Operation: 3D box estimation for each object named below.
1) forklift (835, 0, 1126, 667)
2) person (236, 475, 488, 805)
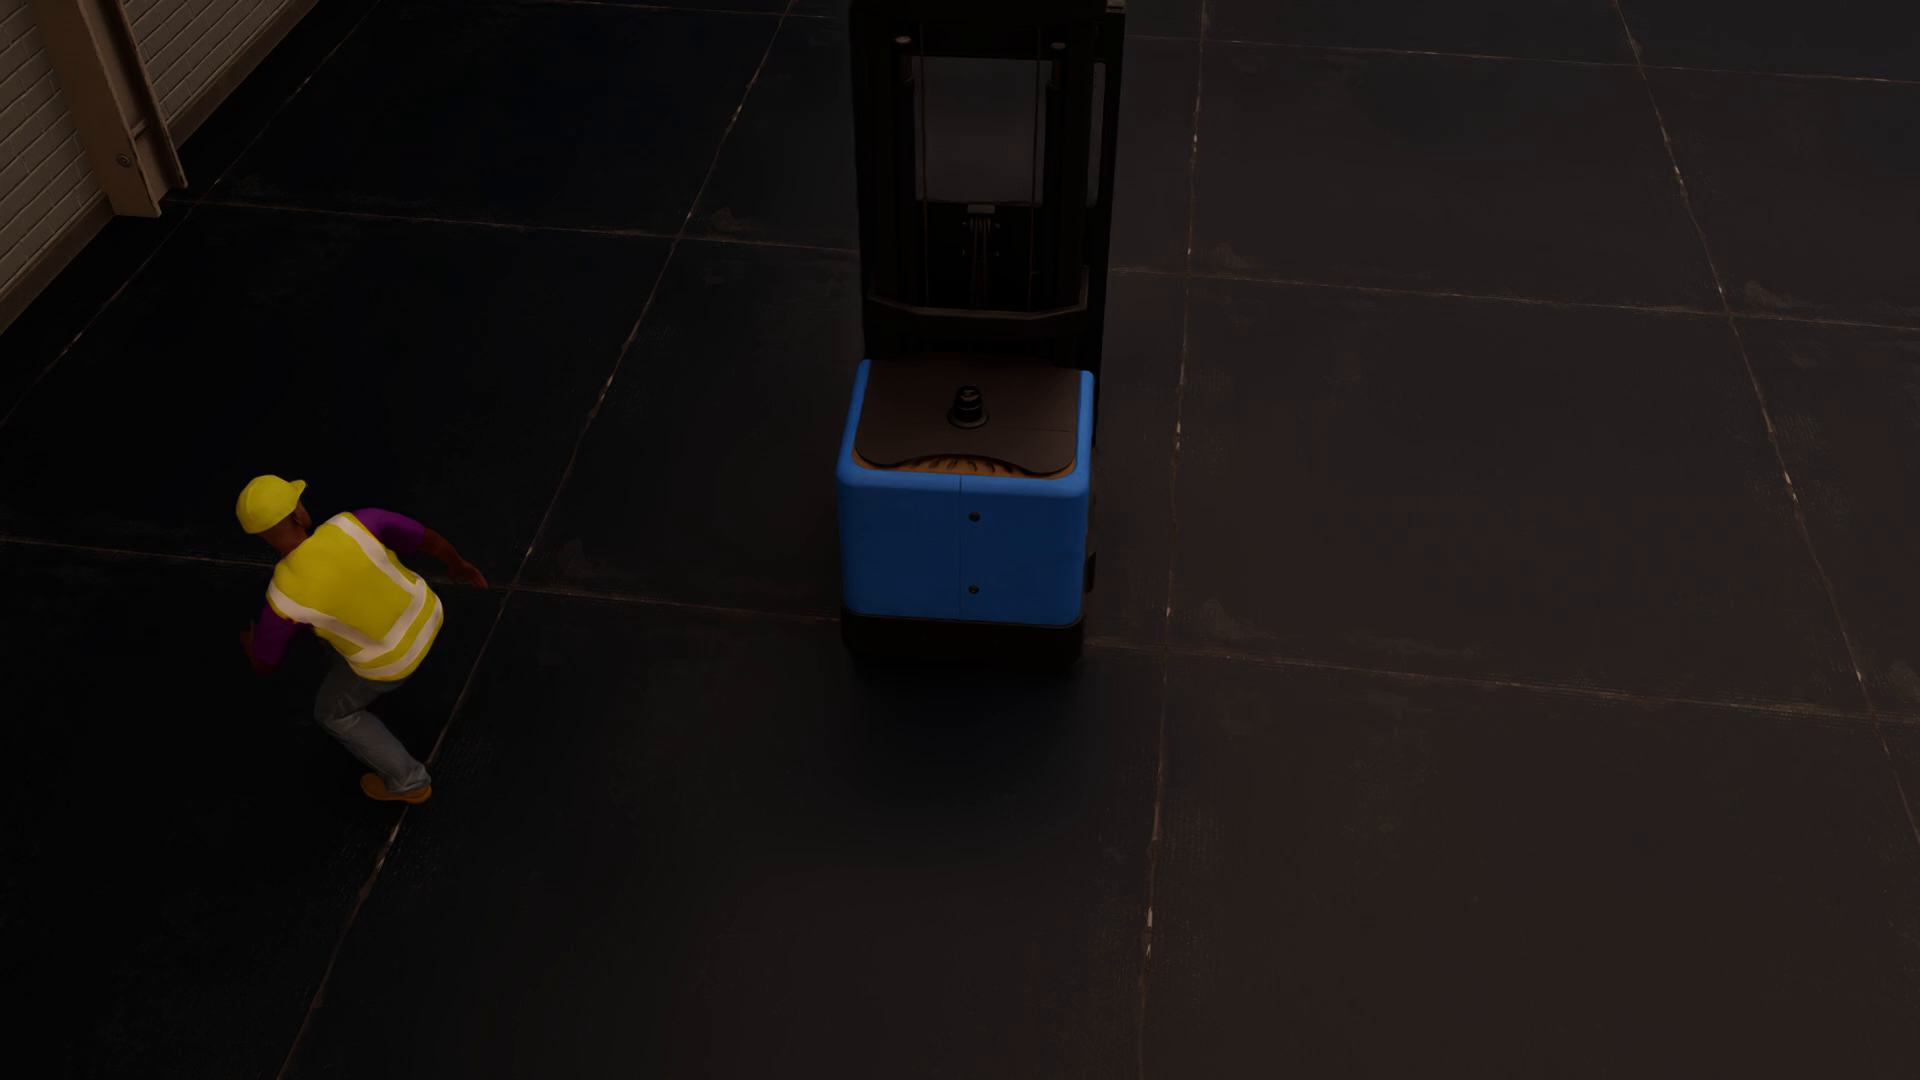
[{"bbox_3d":[0.129,-1.523,7.382,1.130,2.935,3.031,3,43,4],"label":"forklift"},{"bbox_3d":[-2.369,0.304,6.431,0.797,1.556,0.807,15,45,16],"label":"person"}]
